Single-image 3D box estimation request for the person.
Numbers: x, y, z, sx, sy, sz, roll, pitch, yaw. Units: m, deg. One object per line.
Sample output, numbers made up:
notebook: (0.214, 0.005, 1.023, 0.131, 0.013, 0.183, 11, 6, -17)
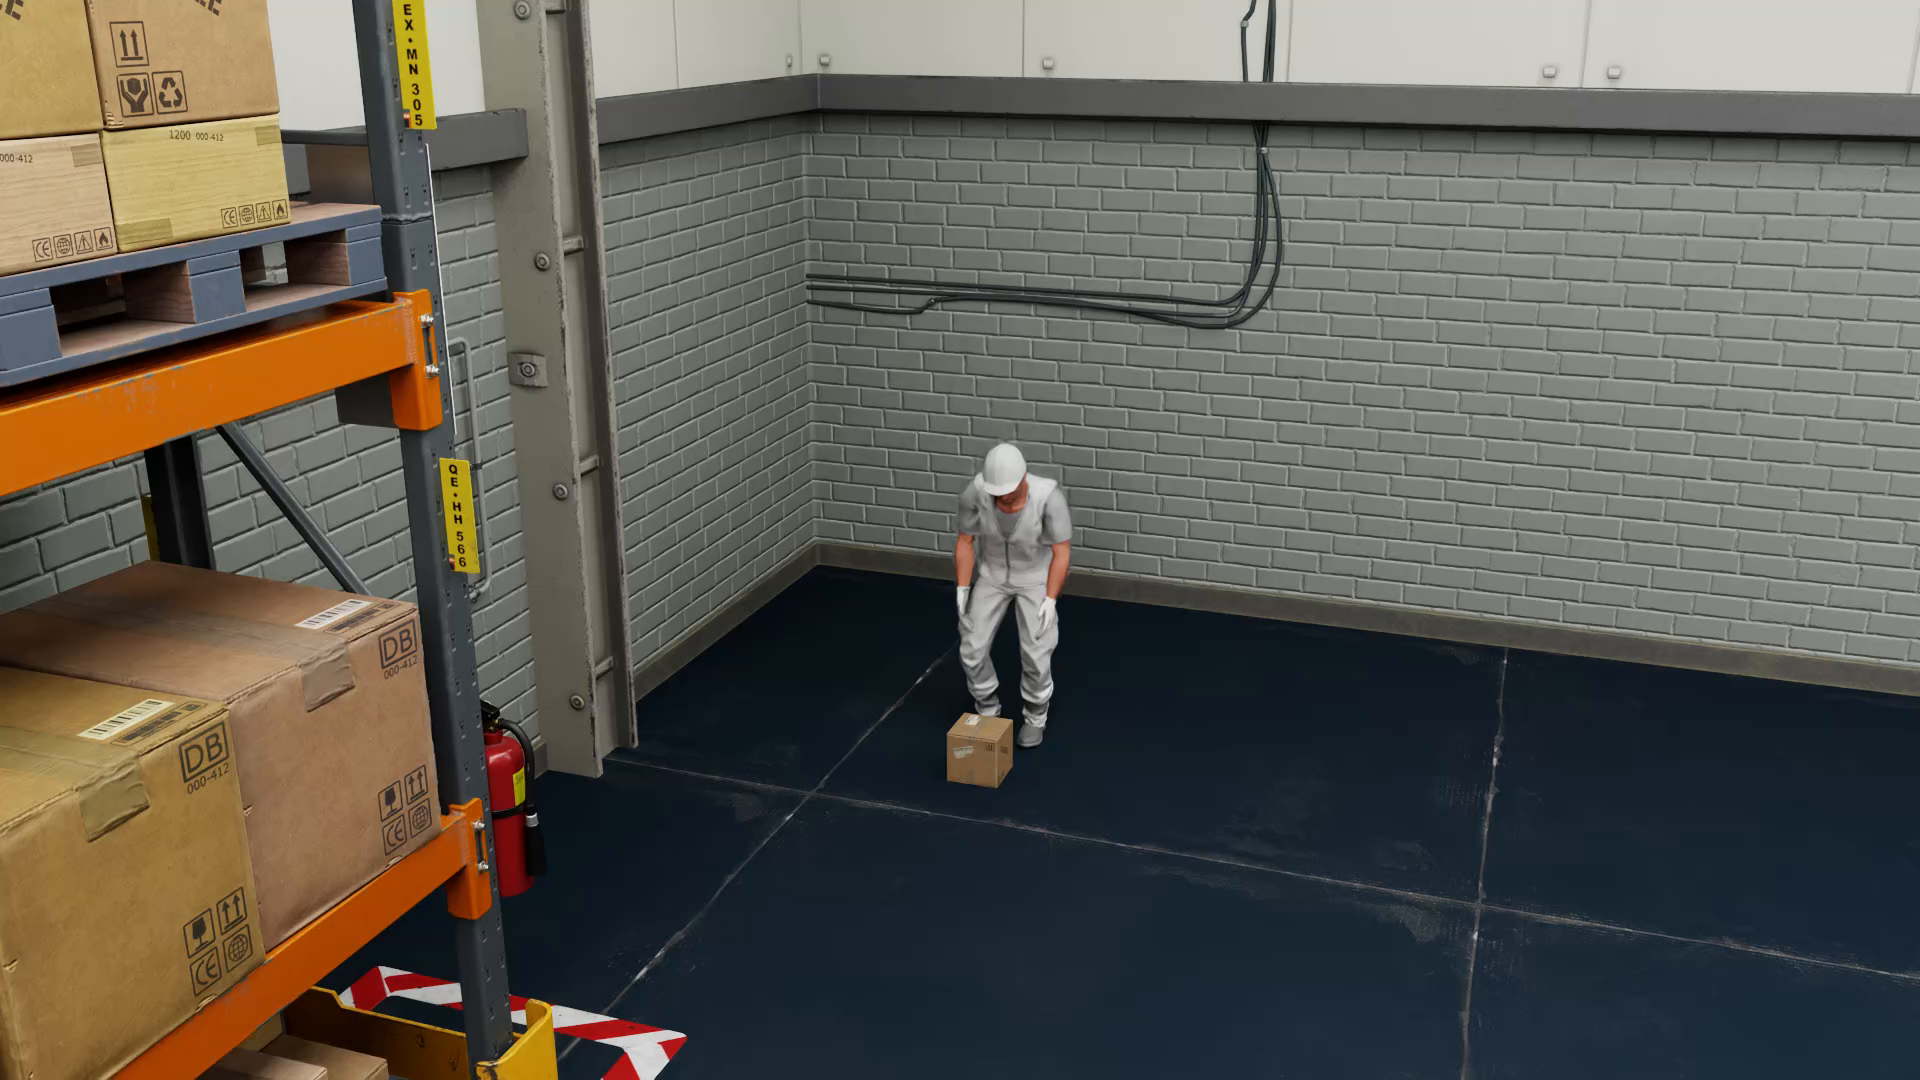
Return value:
person: (0.265, 0.251, 8.101, 0.575, 1.580, 0.647, 7, 20, 19)
